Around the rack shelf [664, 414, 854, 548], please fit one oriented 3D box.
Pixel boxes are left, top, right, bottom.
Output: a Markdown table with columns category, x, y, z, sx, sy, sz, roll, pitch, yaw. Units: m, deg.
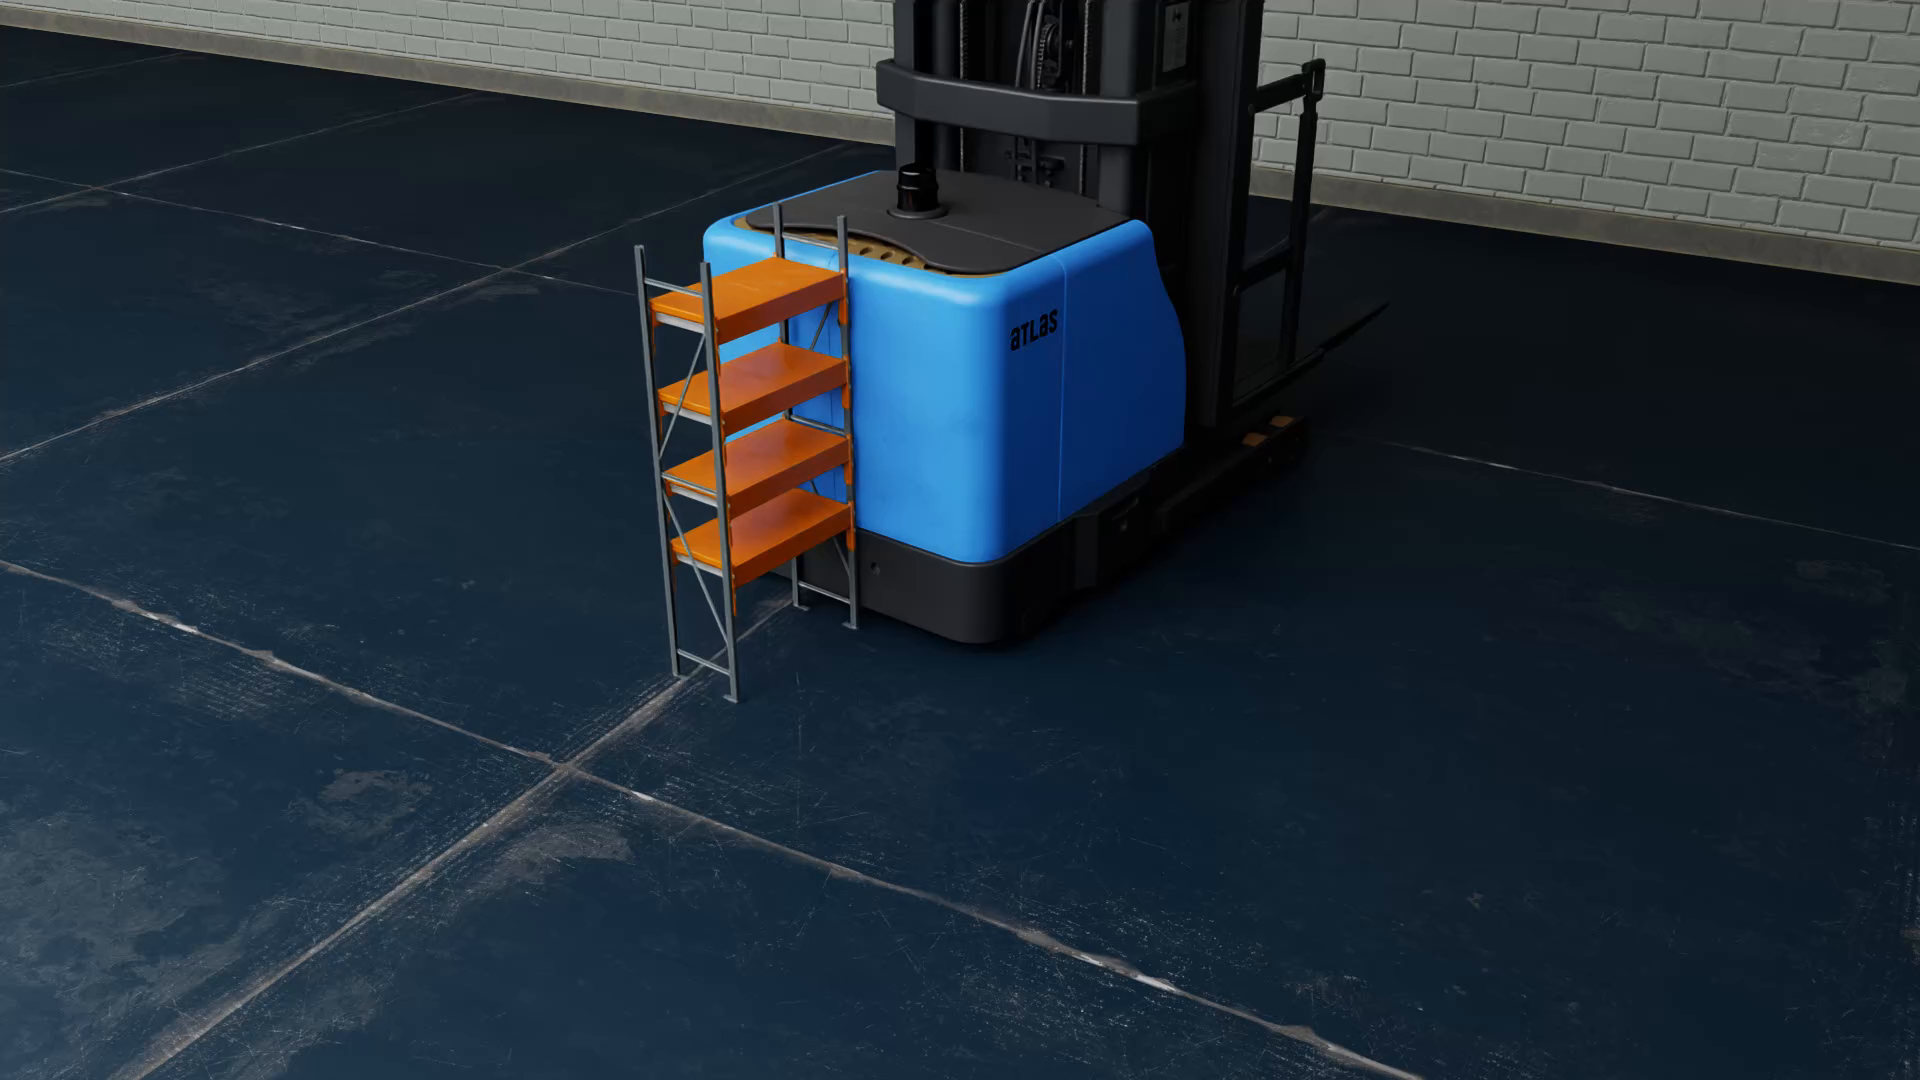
| category | x | y | z | sx | sy | sz | roll | pitch | yaw |
| --- | --- | --- | --- | --- | --- | --- | --- | --- | --- |
| rack shelf | -0.533 | -0.165 | 4.389 | 0.258 | 0.148 | 0.480 | 19 | 32 | 32 |

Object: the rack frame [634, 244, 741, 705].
| category | x | y | z | sx | sy | sz | roll | pitch | yaw |
| --- | --- | --- | --- | --- | --- | --- | --- | --- | --- |
| rack frame | -0.679 | -0.137 | 4.184 | 0.240 | 1.200 | 0.015 | 19 | 32 | 32 |

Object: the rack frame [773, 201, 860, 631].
| category | x | y | z | sx | sy | sz | roll | pitch | yaw |
| --- | --- | --- | --- | --- | --- | --- | --- | --- | --- |
| rack frame | -0.386 | -0.312 | 4.533 | 0.240 | 1.200 | 0.015 | 19 | 32 | 32 |

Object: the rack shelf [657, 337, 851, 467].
| category | x | y | z | sx | sy | sz | roll | pitch | yaw |
| --- | --- | --- | --- | --- | --- | --- | --- | --- | --- |
| rack shelf | -0.533 | -0.365 | 4.289 | 0.258 | 0.148 | 0.480 | 19 | 32 | 32 |

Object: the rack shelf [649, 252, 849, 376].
| category | x | y | z | sx | sy | sz | roll | pitch | yaw |
| --- | --- | --- | --- | --- | --- | --- | --- | --- | --- |
| rack shelf | -0.533 | -0.576 | 4.183 | 0.258 | 0.148 | 0.480 | 19 | 32 | 32 |

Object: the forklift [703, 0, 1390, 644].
| category | x | y | z | sx | sy | sz | roll | pitch | yaw |
| --- | --- | --- | --- | --- | --- | --- | --- | --- | --- |
| forklift | 0.553 | -1.627 | 5.226 | 1.130 | 2.935 | 3.031 | 19 | 32 | 32 |

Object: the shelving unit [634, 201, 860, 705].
| category | x | y | z | sx | sy | sz | roll | pitch | yaw |
| --- | --- | --- | --- | --- | --- | --- | --- | --- | --- |
| shelving unit | -0.533 | -0.225 | 4.359 | 0.258 | 1.200 | 0.503 | 19 | 32 | 32 |

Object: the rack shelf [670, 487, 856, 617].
| category | x | y | z | sx | sy | sz | roll | pitch | yaw |
| --- | --- | --- | --- | --- | --- | --- | --- | --- | --- |
| rack shelf | -0.533 | 0.013 | 4.478 | 0.258 | 0.148 | 0.480 | 19 | 32 | 32 |
